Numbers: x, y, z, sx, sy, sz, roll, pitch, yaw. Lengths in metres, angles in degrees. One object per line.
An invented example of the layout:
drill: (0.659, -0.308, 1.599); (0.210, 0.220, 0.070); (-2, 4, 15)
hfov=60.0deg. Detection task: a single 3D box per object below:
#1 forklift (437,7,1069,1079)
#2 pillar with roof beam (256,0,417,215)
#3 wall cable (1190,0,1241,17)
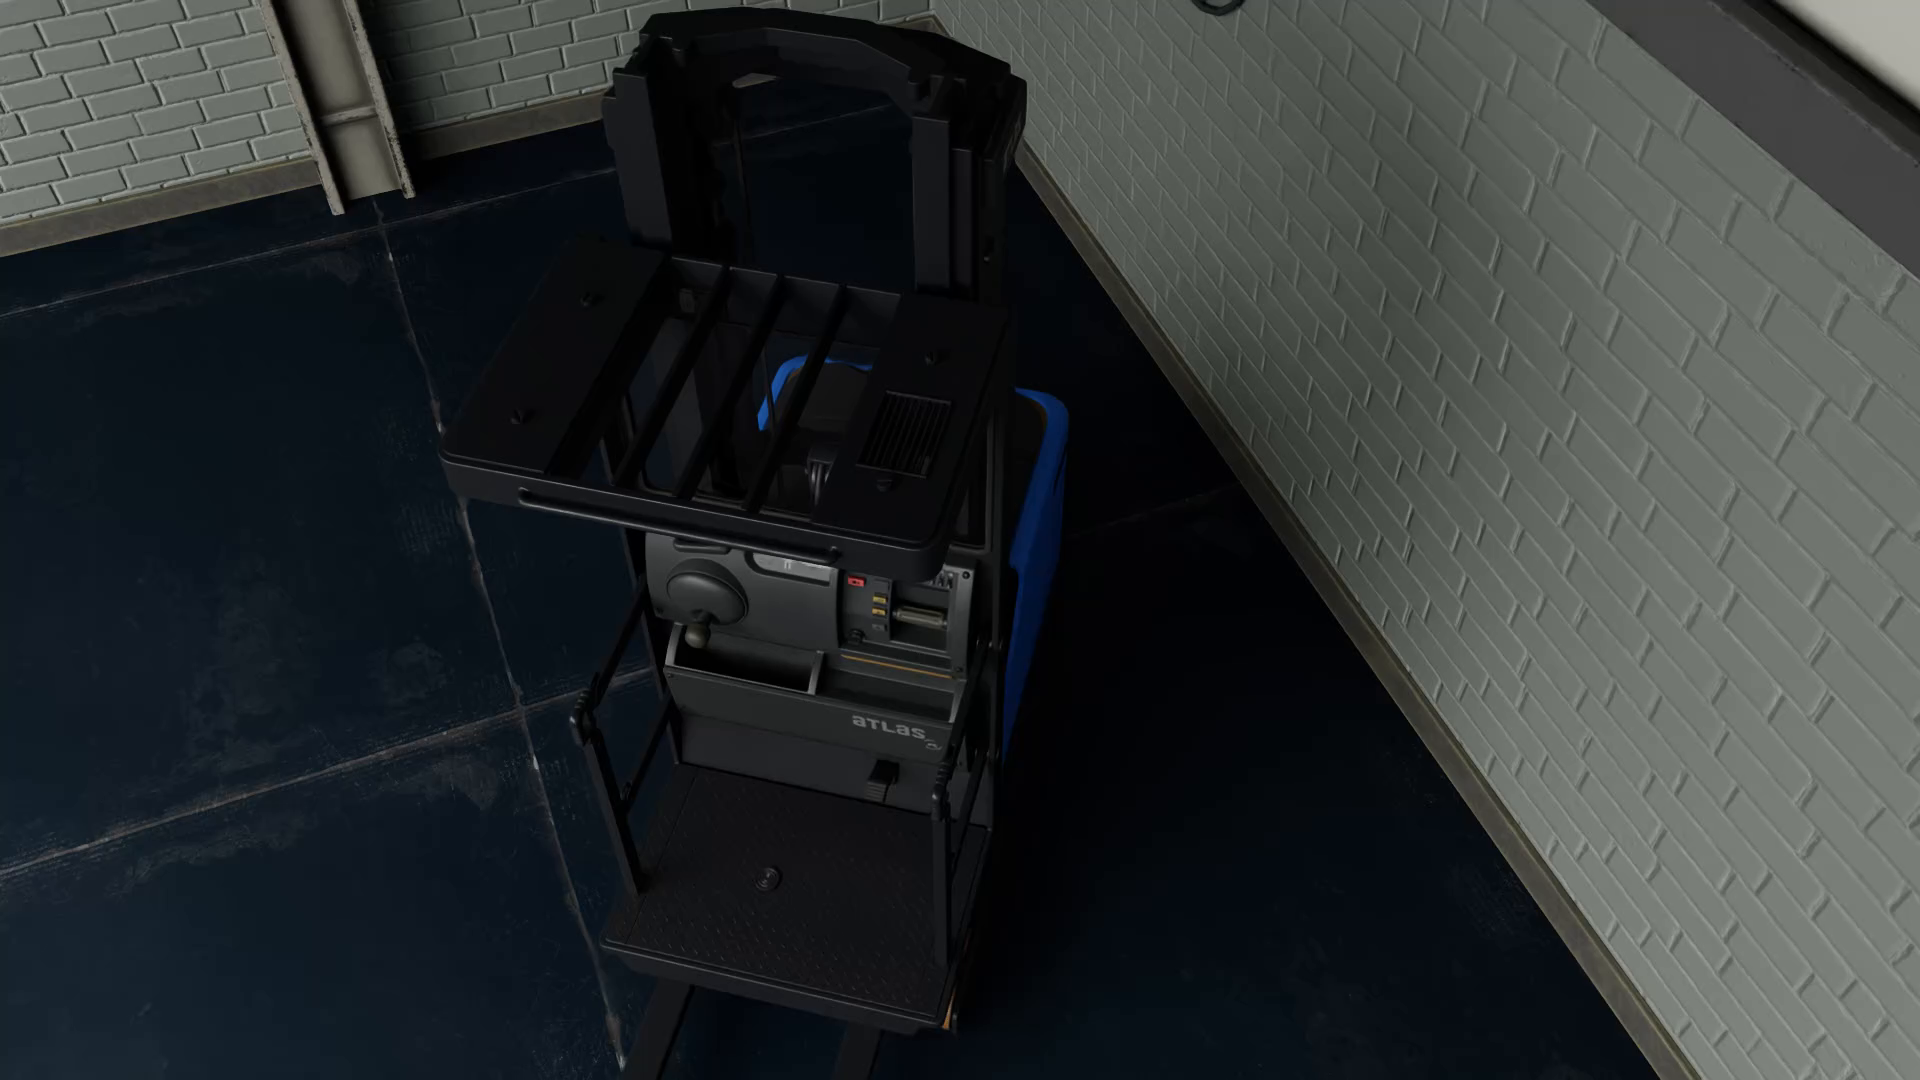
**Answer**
forklift: (-0.467, 0.257, 4.438); (1.130, 2.935, 3.031); (11, 50, 9)
pillar with roof beam: (-1.230, -1.618, 2.049); (0.400, 9.000, 9.100); (-17, 52, -14)
wall cable: (0.369, -3.546, 5.751); (0.112, 2.526, 3.097); (-17, 52, -14)
